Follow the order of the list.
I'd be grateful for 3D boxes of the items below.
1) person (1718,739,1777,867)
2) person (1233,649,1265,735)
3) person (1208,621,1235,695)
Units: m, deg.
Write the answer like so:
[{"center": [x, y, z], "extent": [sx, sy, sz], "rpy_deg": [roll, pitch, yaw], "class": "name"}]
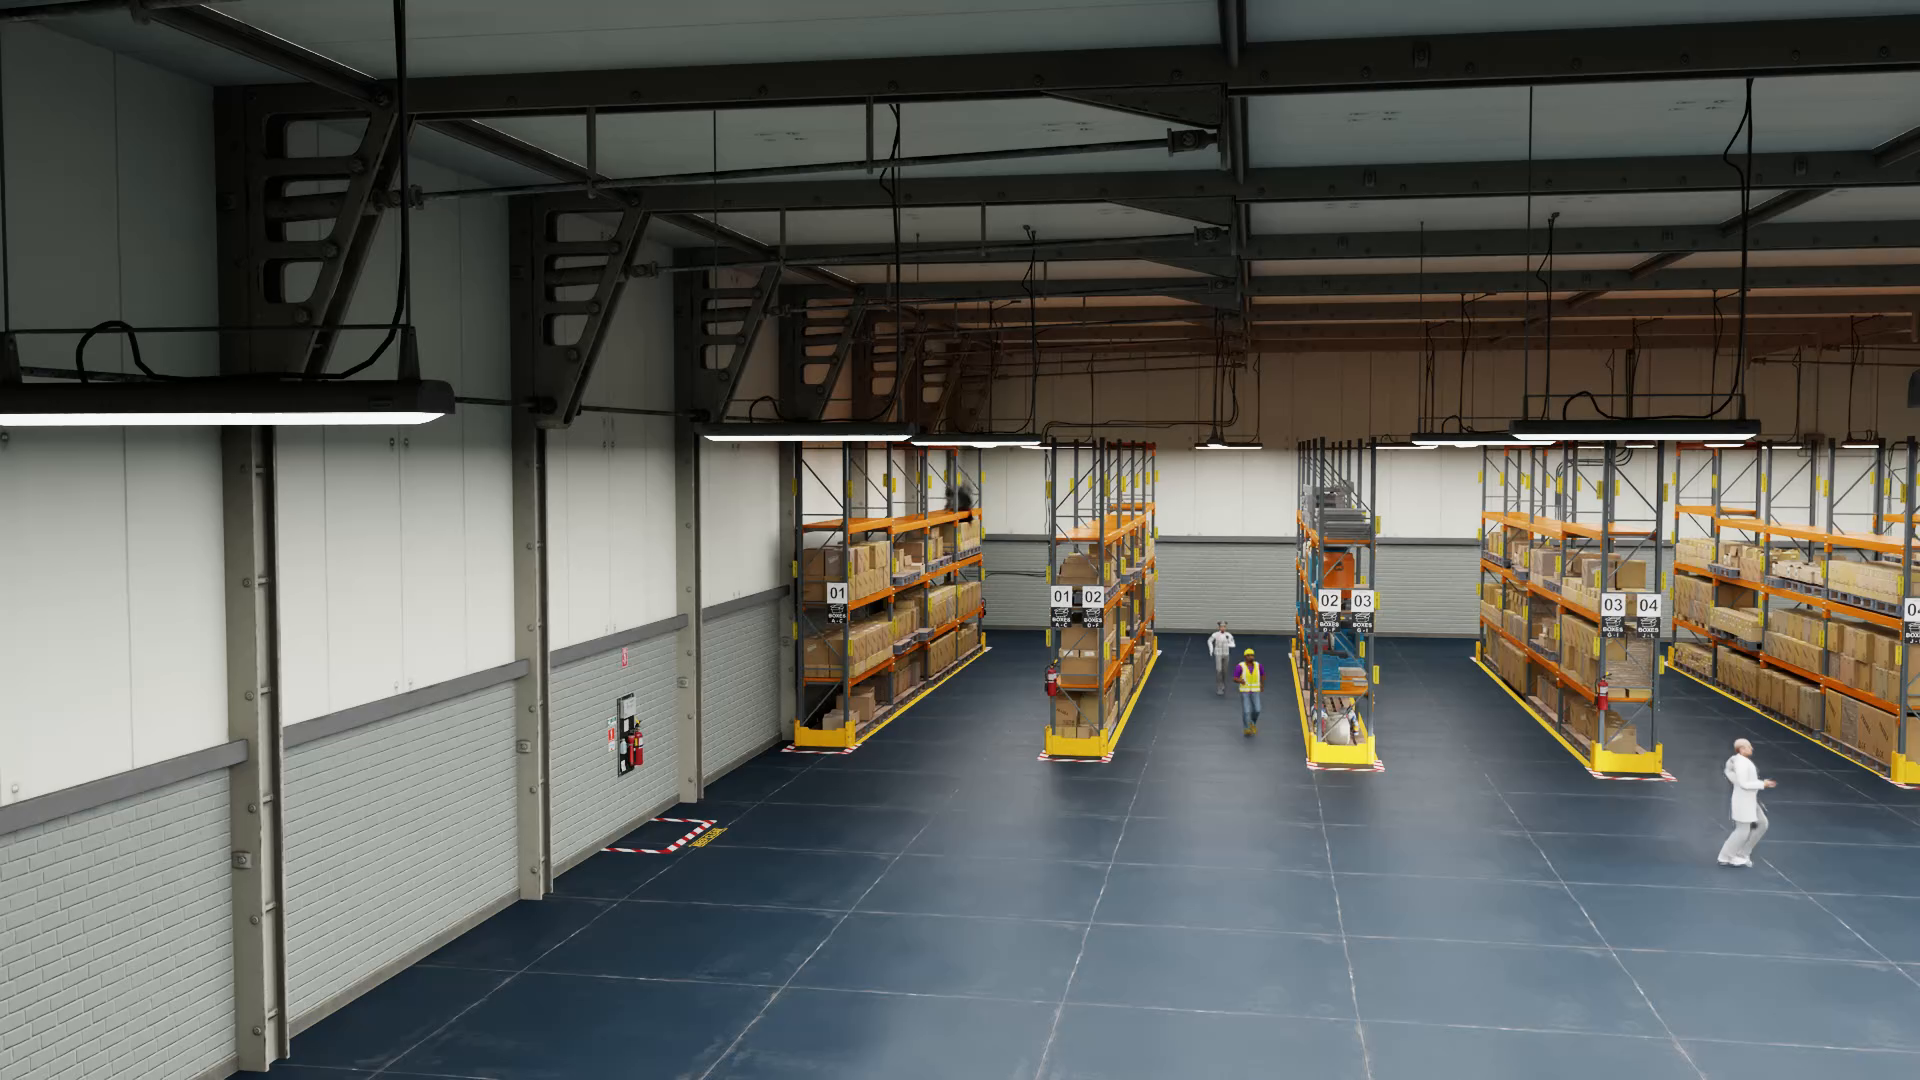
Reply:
[{"center": [10.849, 3.633, 22.893], "extent": [0.724, 1.797, 0.688], "rpy_deg": [2, 3, 29], "class": "person"}, {"center": [5.862, 3.073, 33.527], "extent": [0.680, 1.750, 0.626], "rpy_deg": [0, 3, 0], "class": "person"}, {"center": [6.226, 2.777, 39.504], "extent": [0.587, 1.742, 0.791], "rpy_deg": [0, 3, -1], "class": "person"}]
